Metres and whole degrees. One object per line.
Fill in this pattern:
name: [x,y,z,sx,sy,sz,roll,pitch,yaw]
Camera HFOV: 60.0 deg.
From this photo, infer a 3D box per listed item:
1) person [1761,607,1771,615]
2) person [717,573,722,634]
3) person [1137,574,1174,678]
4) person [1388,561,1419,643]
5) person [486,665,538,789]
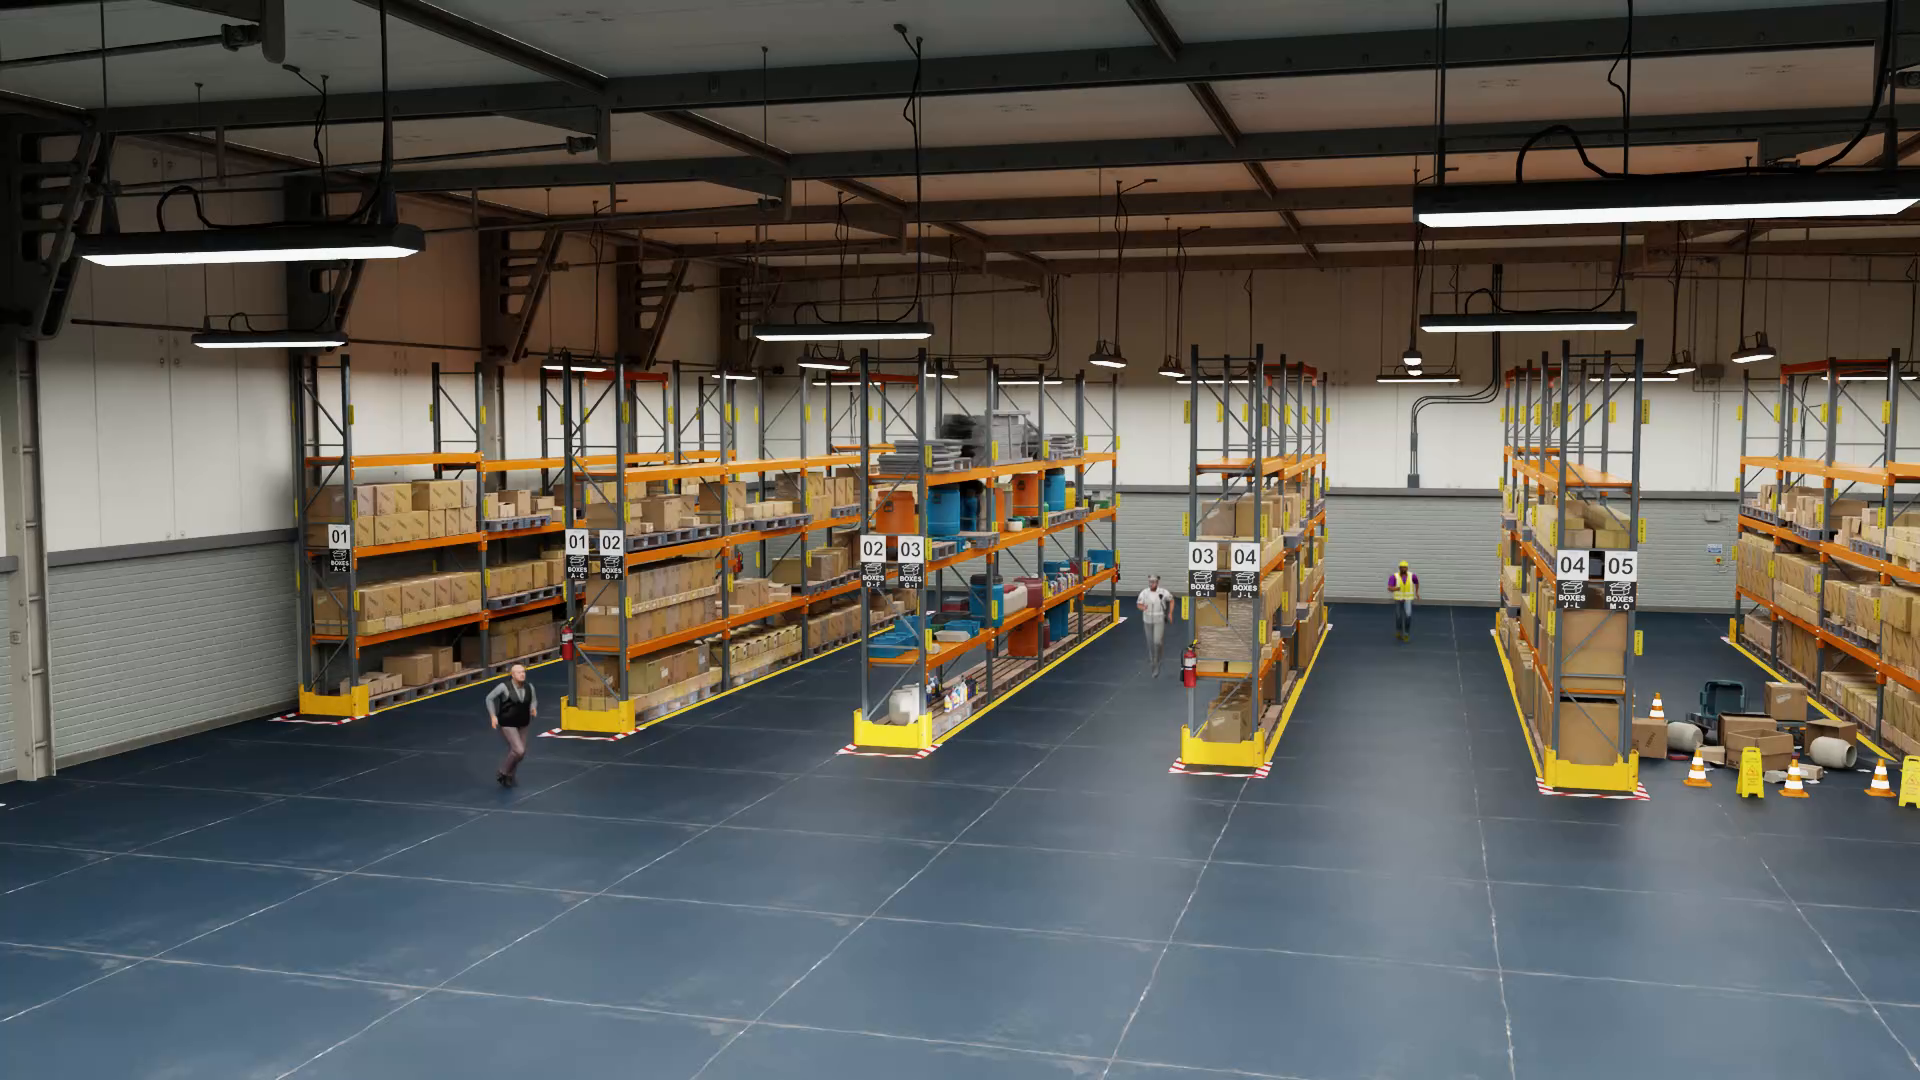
person: [18.244,1.416,37.354,0.666,1.586,0.548,2,5,28]
person: [-5.125,1.514,35.921,0.595,1.625,0.616,0,4,2]
person: [3.583,1.570,30.688,0.641,1.910,0.824,2,5,20]
person: [9.809,1.363,36.798,0.680,1.823,0.848,1,4,12]
person: [-5.957,2.504,22.251,0.778,1.701,0.648,4,6,41]
